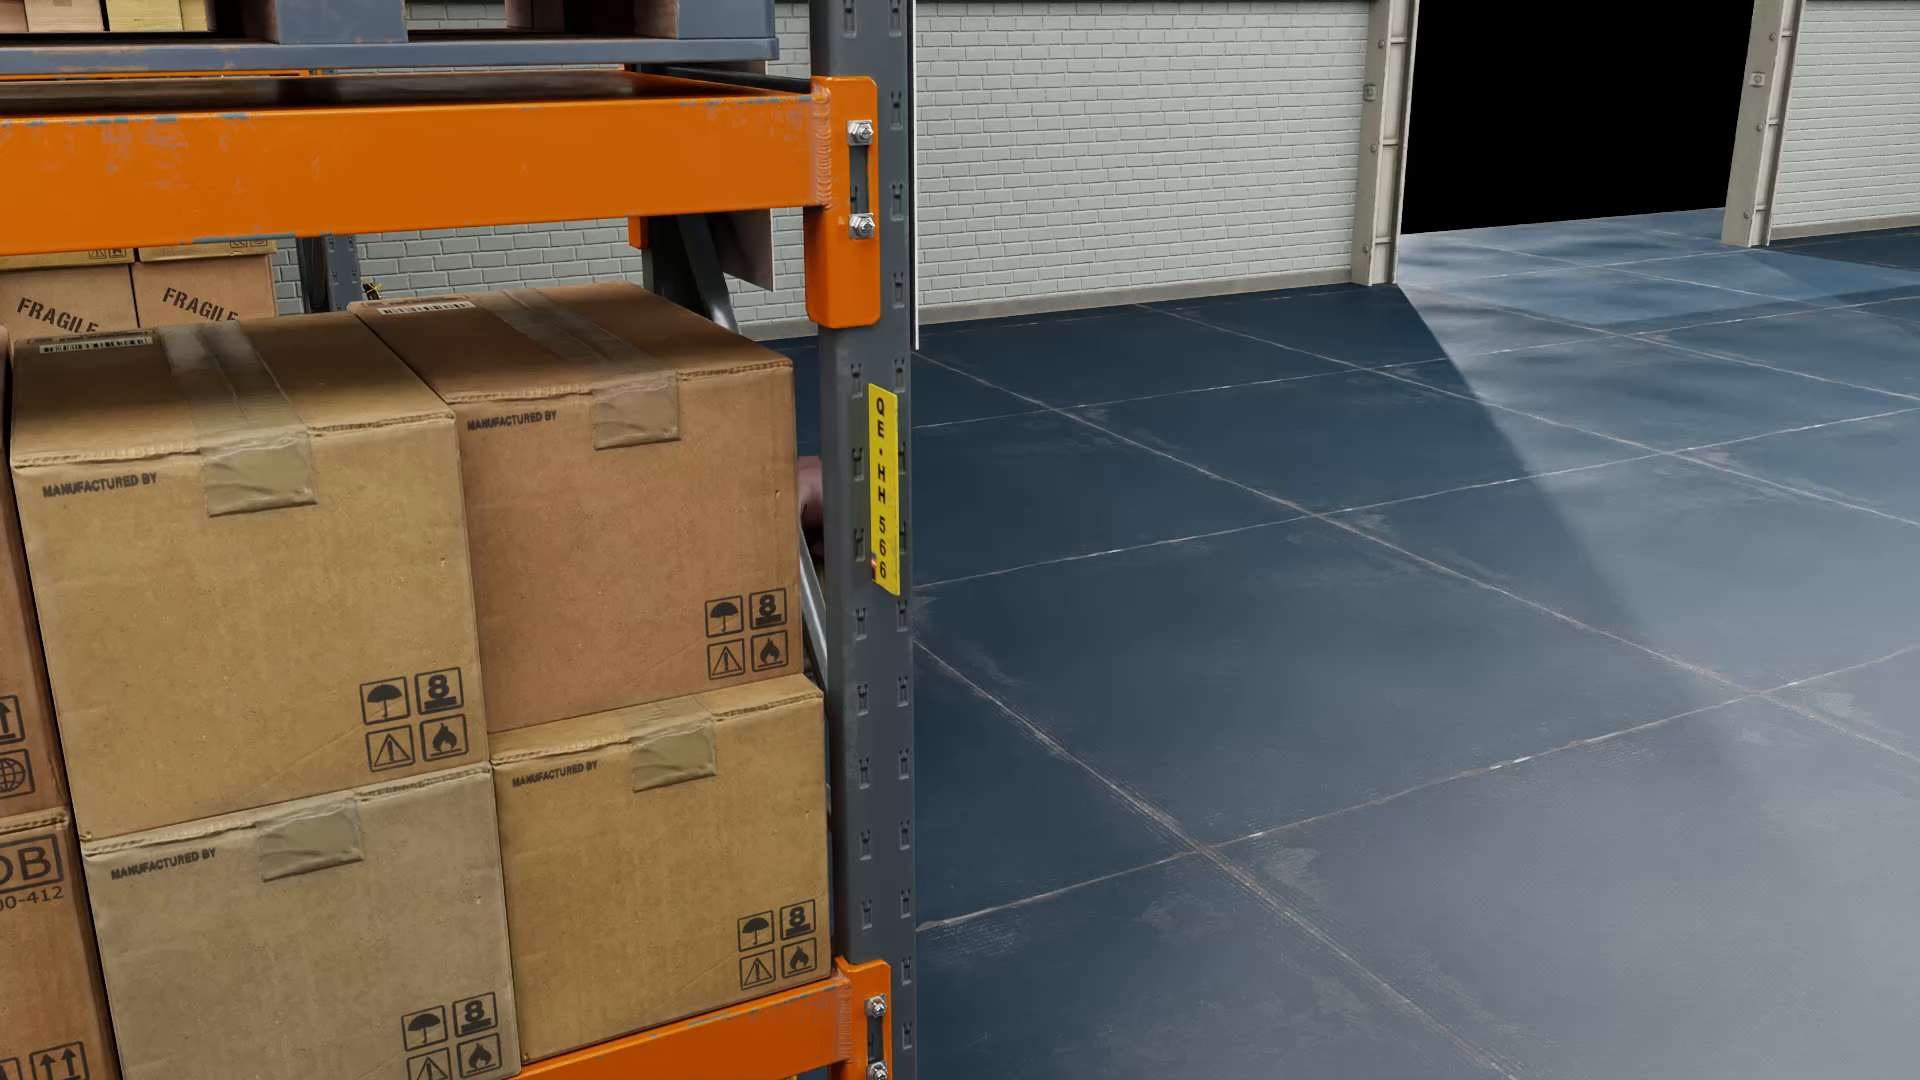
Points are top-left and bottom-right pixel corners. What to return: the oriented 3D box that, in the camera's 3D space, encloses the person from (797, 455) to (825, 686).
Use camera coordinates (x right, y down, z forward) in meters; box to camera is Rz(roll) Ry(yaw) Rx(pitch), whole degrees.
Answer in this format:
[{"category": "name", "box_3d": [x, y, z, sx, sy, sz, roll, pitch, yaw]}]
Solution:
[{"category": "person", "box_3d": [-0.720, 0.164, 7.240, 0.941, 1.055, 0.584, -11, 21, -29]}]
